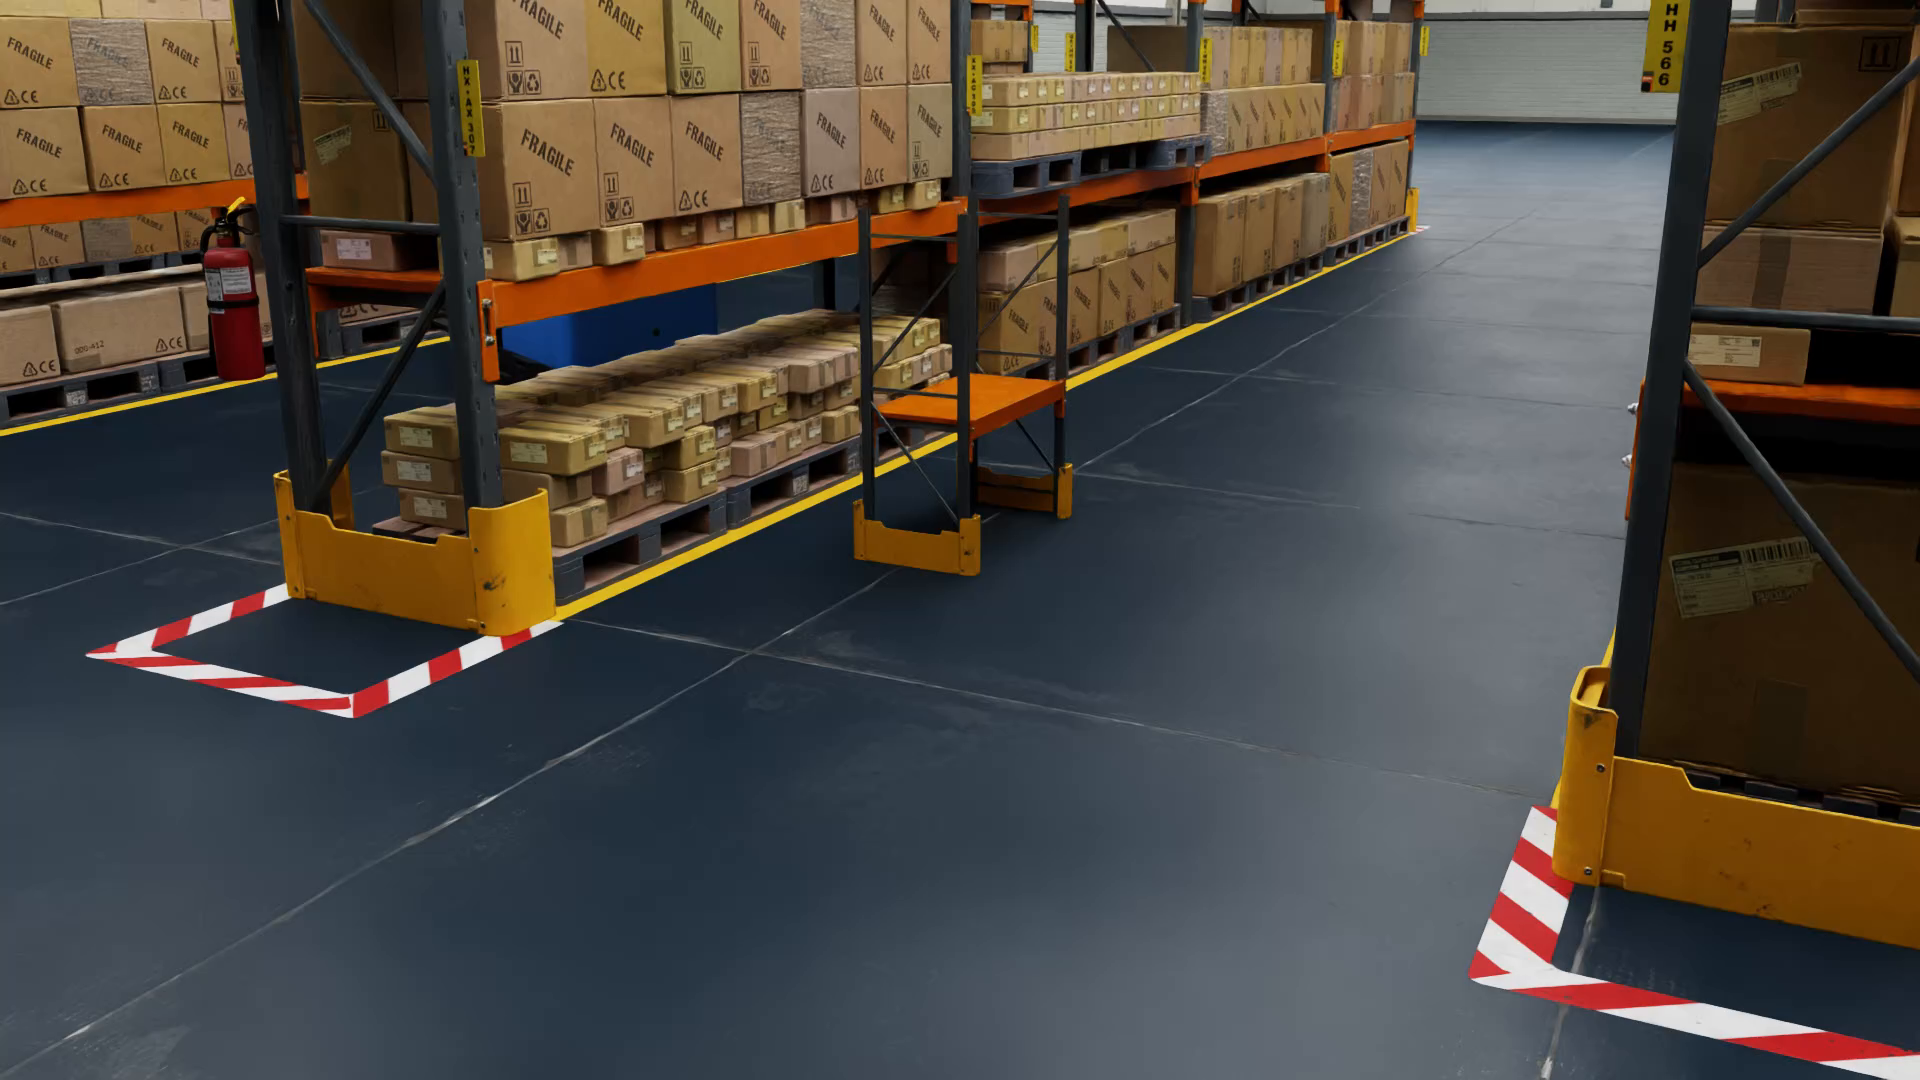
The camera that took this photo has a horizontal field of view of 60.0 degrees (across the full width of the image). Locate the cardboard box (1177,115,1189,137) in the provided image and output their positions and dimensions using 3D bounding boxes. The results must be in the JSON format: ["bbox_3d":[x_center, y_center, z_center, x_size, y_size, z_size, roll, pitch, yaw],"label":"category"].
[{"bbox_3d":[1.454,-3.035,12.178,0.380,0.149,0.250,8,18,25],"label":"cardboard box"}]

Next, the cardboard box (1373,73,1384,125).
[{"bbox_3d":[4.236,-4.941,18.628,0.875,0.550,0.550,8,18,25],"label":"cardboard box"}]

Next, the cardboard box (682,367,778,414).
[{"bbox_3d":[-1.091,-0.711,7.875,0.380,0.149,0.250,8,19,26],"label":"cardboard box"}]

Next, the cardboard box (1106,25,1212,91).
[{"bbox_3d":[1.585,-3.841,13.258,0.700,0.500,0.500,8,18,25],"label":"cardboard box"}]

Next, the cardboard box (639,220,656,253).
[{"bbox_3d":[-1.523,-1.299,7.071,0.380,0.149,0.250,9,19,28],"label":"cardboard box"}]

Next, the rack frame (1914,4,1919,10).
[{"bbox_3d":[7.555,-3.563,14.253,1.000,3.000,0.127,8,18,25],"label":"rack frame"}]

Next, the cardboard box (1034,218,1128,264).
[{"bbox_3d":[0.847,-2.099,11.657,0.500,0.250,0.500,9,19,27],"label":"cardboard box"}]

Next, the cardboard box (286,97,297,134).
[{"bbox_3d":[-4.437,-3.030,11.844,0.500,0.250,0.500,8,18,24],"label":"cardboard box"}]

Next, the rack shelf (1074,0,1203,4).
[{"bbox_3d":[0.482,-3.785,10.994,1.077,0.370,4.000,8,18,25],"label":"rack shelf"}]

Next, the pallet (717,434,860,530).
[{"bbox_3d":[-1.224,-0.358,8.359,1.003,0.211,1.213,8,18,25],"label":"pallet"}]

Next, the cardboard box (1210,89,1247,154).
[{"bbox_3d":[2.042,-3.459,13.726,0.500,0.500,0.500,8,18,25],"label":"cardboard box"}]

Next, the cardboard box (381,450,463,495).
[{"bbox_3d":[-2.219,-0.311,7.052,0.380,0.149,0.250,8,18,24],"label":"cardboard box"}]

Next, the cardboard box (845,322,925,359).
[{"bbox_3d":[-0.417,-1.108,9.212,0.380,0.149,0.250,8,18,26],"label":"cardboard box"}]

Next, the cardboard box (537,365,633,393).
[{"bbox_3d":[-1.781,-0.723,7.914,0.380,0.149,0.250,9,19,27],"label":"cardboard box"}]

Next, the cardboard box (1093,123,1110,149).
[{"bbox_3d":[0.754,-2.638,10.842,0.380,0.149,0.250,8,18,24],"label":"cardboard box"}]

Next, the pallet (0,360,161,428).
[{"bbox_3d":[-5.839,-0.954,10.365,1.003,0.211,1.213,8,18,25],"label":"pallet"}]

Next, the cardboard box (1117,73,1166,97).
[{"bbox_3d":[1.219,-3.185,11.639,0.380,0.149,0.250,9,19,27],"label":"cardboard box"}]

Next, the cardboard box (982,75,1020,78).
[{"bbox_3d":[0.176,-3.007,11.040,0.380,0.149,0.250,7,18,23],"label":"cardboard box"}]

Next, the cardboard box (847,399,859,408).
[{"bbox_3d":[-0.760,-0.691,8.852,0.380,0.149,0.250,8,18,24],"label":"cardboard box"}]

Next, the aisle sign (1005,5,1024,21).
[{"bbox_3d":[0.764,-7.068,21.487,0.394,0.787,0.004,8,18,25],"label":"aisle sign"}]

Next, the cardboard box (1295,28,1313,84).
[{"bbox_3d":[2.946,-4.620,15.879,0.700,0.500,0.500,8,18,24],"label":"cardboard box"}]

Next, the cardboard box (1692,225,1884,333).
[{"bbox_3d":[2.172,-0.735,4.470,0.500,0.250,0.500,8,18,24],"label":"cardboard box"}]

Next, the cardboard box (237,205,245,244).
[{"bbox_3d":[-7.537,-3.304,17.032,0.500,0.500,0.500,9,19,27],"label":"cardboard box"}]

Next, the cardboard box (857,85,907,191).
[{"bbox_3d":[-0.608,-2.082,8.566,0.500,0.500,0.500,8,18,24],"label":"cardboard box"}]

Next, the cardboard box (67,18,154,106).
[{"bbox_3d":[-5.302,-2.899,10.085,0.500,0.500,0.500,8,18,26],"label":"cardboard box"}]

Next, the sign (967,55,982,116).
[{"bbox_3d":[0.077,-2.530,9.254,0.100,0.325,0.005,8,18,25],"label":"sign"}]

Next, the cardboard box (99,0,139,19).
[{"bbox_3d":[-5.250,-3.255,10.144,0.380,0.149,0.250,8,18,25],"label":"cardboard box"}]

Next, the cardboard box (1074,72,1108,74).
[{"bbox_3d":[0.878,-3.405,12.380,0.380,0.149,0.250,8,18,24],"label":"cardboard box"}]

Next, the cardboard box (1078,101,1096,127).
[{"bbox_3d":[0.639,-2.715,10.578,0.380,0.149,0.250,9,19,28],"label":"cardboard box"}]

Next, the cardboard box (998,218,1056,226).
[{"bbox_3d":[0.391,-2.165,11.882,0.500,0.250,0.500,8,18,26],"label":"cardboard box"}]

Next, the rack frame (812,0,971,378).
[{"bbox_3d":[-0.412,-2.182,9.603,1.000,3.000,0.127,8,18,25],"label":"rack frame"}]

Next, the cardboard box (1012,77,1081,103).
[{"bbox_3d":[0.525,-2.790,10.309,0.380,0.149,0.250,8,18,25],"label":"cardboard box"}]

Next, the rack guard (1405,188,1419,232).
[{"bbox_3d":[4.961,-4.047,20.271,1.175,0.500,0.348,8,18,25],"label":"rack guard"}]

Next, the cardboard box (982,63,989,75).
[{"bbox_3d":[0.026,-5.606,20.433,0.500,0.500,0.500,8,18,25],"label":"cardboard box"}]

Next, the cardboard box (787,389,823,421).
[{"bbox_3d":[-0.916,-0.713,8.405,0.380,0.149,0.250,7,18,23],"label":"cardboard box"}]

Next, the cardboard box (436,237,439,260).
[{"bbox_3d":[-2.162,-1.221,6.807,0.380,0.149,0.250,8,18,25],"label":"cardboard box"}]

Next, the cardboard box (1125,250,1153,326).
[{"bbox_3d":[1.080,-1.872,12.210,0.500,0.500,0.500,9,19,28],"label":"cardboard box"}]

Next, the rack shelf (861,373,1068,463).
[{"bbox_3d":[0.038,-0.568,7.435,0.538,0.185,1.000,8,18,25],"label":"rack shelf"}]

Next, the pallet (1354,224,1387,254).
[{"bbox_3d":[4.116,-3.379,18.530,1.003,0.211,1.213,8,18,25],"label":"pallet"}]

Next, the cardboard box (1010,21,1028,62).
[{"bbox_3d":[0.444,-6.355,21.198,0.700,0.500,0.500,8,18,24],"label":"cardboard box"}]

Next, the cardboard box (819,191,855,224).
[{"bbox_3d":[-0.753,-1.684,8.367,0.380,0.149,0.250,7,18,23],"label":"cardboard box"}]

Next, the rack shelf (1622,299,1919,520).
[{"bbox_3d":[3.086,-0.671,5.780,1.077,0.370,4.000,8,18,25],"label":"rack shelf"}]

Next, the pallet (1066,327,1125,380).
[{"bbox_3d":[0.479,-1.356,11.719,1.003,0.211,1.213,8,18,25],"label":"pallet"}]

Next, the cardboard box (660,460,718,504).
[{"bbox_3d":[-1.318,-0.283,7.479,0.380,0.149,0.250,8,18,26],"label":"cardboard box"}]

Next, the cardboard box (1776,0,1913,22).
[{"bbox_3d":[7.075,-3.868,13.486,1.000,1.000,1.000,8,18,26],"label":"cardboard box"}]

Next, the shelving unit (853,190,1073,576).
[{"bbox_3d":[0.034,-0.738,7.376,0.587,1.500,1.083,8,18,25],"label":"shelving unit"}]

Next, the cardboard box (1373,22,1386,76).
[{"bbox_3d":[4.094,-5.310,17.974,0.875,0.550,0.500,8,18,25],"label":"cardboard box"}]

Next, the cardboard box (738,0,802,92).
[{"bbox_3d":[-1.065,-2.303,7.556,0.500,0.500,0.500,7,18,24],"label":"cardboard box"}]

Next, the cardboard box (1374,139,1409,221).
[{"bbox_3d":[4.706,-4.241,19.527,0.875,0.875,0.875,8,18,26],"label":"cardboard box"}]

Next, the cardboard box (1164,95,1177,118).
[{"bbox_3d":[1.329,-3.105,11.892,0.380,0.149,0.250,9,19,27],"label":"cardboard box"}]

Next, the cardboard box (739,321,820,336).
[{"bbox_3d":[-0.996,-1.107,9.209,0.380,0.149,0.250,8,18,25],"label":"cardboard box"}]

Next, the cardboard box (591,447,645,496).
[{"bbox_3d":[-1.563,-0.304,7.027,0.380,0.149,0.250,8,18,25],"label":"cardboard box"}]

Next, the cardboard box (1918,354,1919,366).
[{"bbox_3d":[2.760,-0.500,4.381,0.380,0.149,0.250,8,18,25],"label":"cardboard box"}]

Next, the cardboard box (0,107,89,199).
[{"bbox_3d":[-5.548,-2.290,9.792,0.500,0.500,0.500,9,19,27],"label":"cardboard box"}]

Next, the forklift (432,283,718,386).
[{"bbox_3d":[-2.734,-2.511,10.830,1.130,2.935,3.031,-11,20,-33],"label":"forklift"}]
